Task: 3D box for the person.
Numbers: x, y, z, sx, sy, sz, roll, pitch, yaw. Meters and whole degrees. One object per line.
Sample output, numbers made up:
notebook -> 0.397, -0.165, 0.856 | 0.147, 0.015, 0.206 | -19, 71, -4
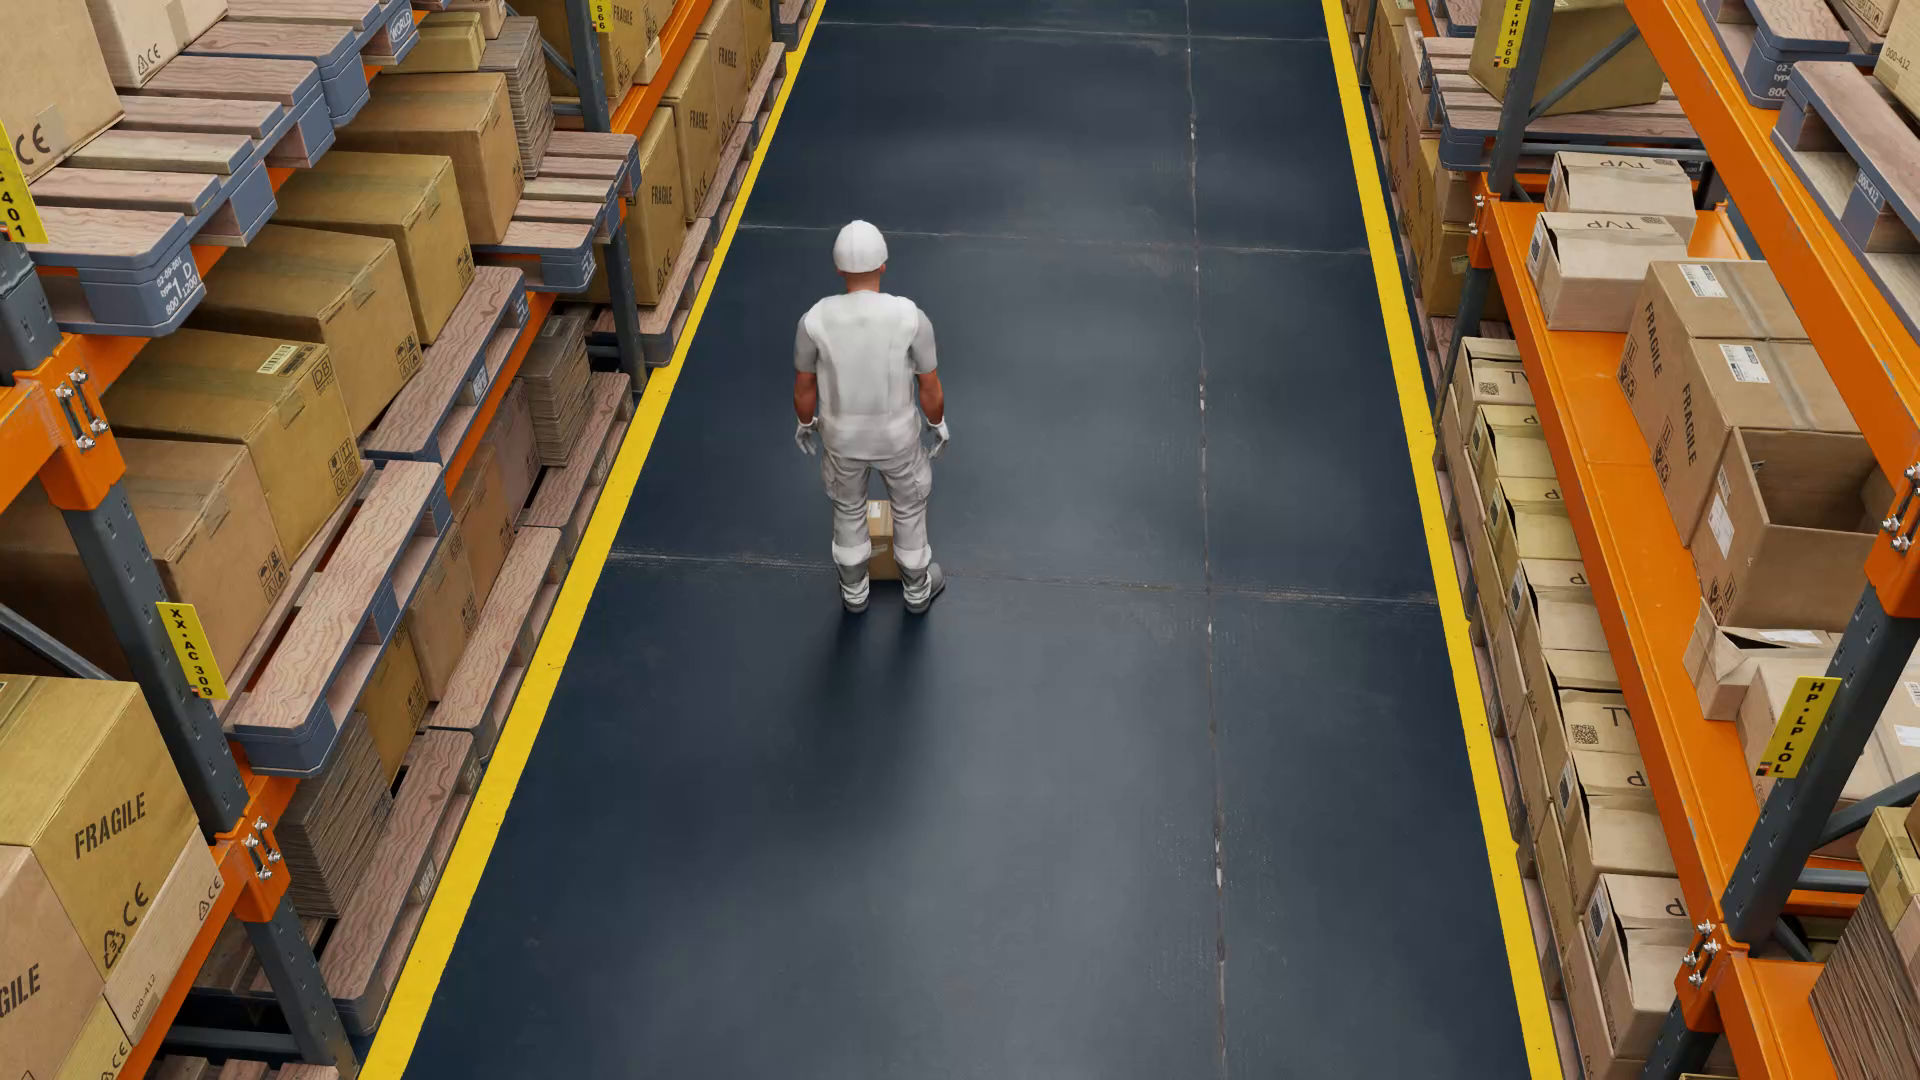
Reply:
person -> -0.356, -0.446, 6.680 | 0.623, 1.780, 0.448 | 2, 40, 2
